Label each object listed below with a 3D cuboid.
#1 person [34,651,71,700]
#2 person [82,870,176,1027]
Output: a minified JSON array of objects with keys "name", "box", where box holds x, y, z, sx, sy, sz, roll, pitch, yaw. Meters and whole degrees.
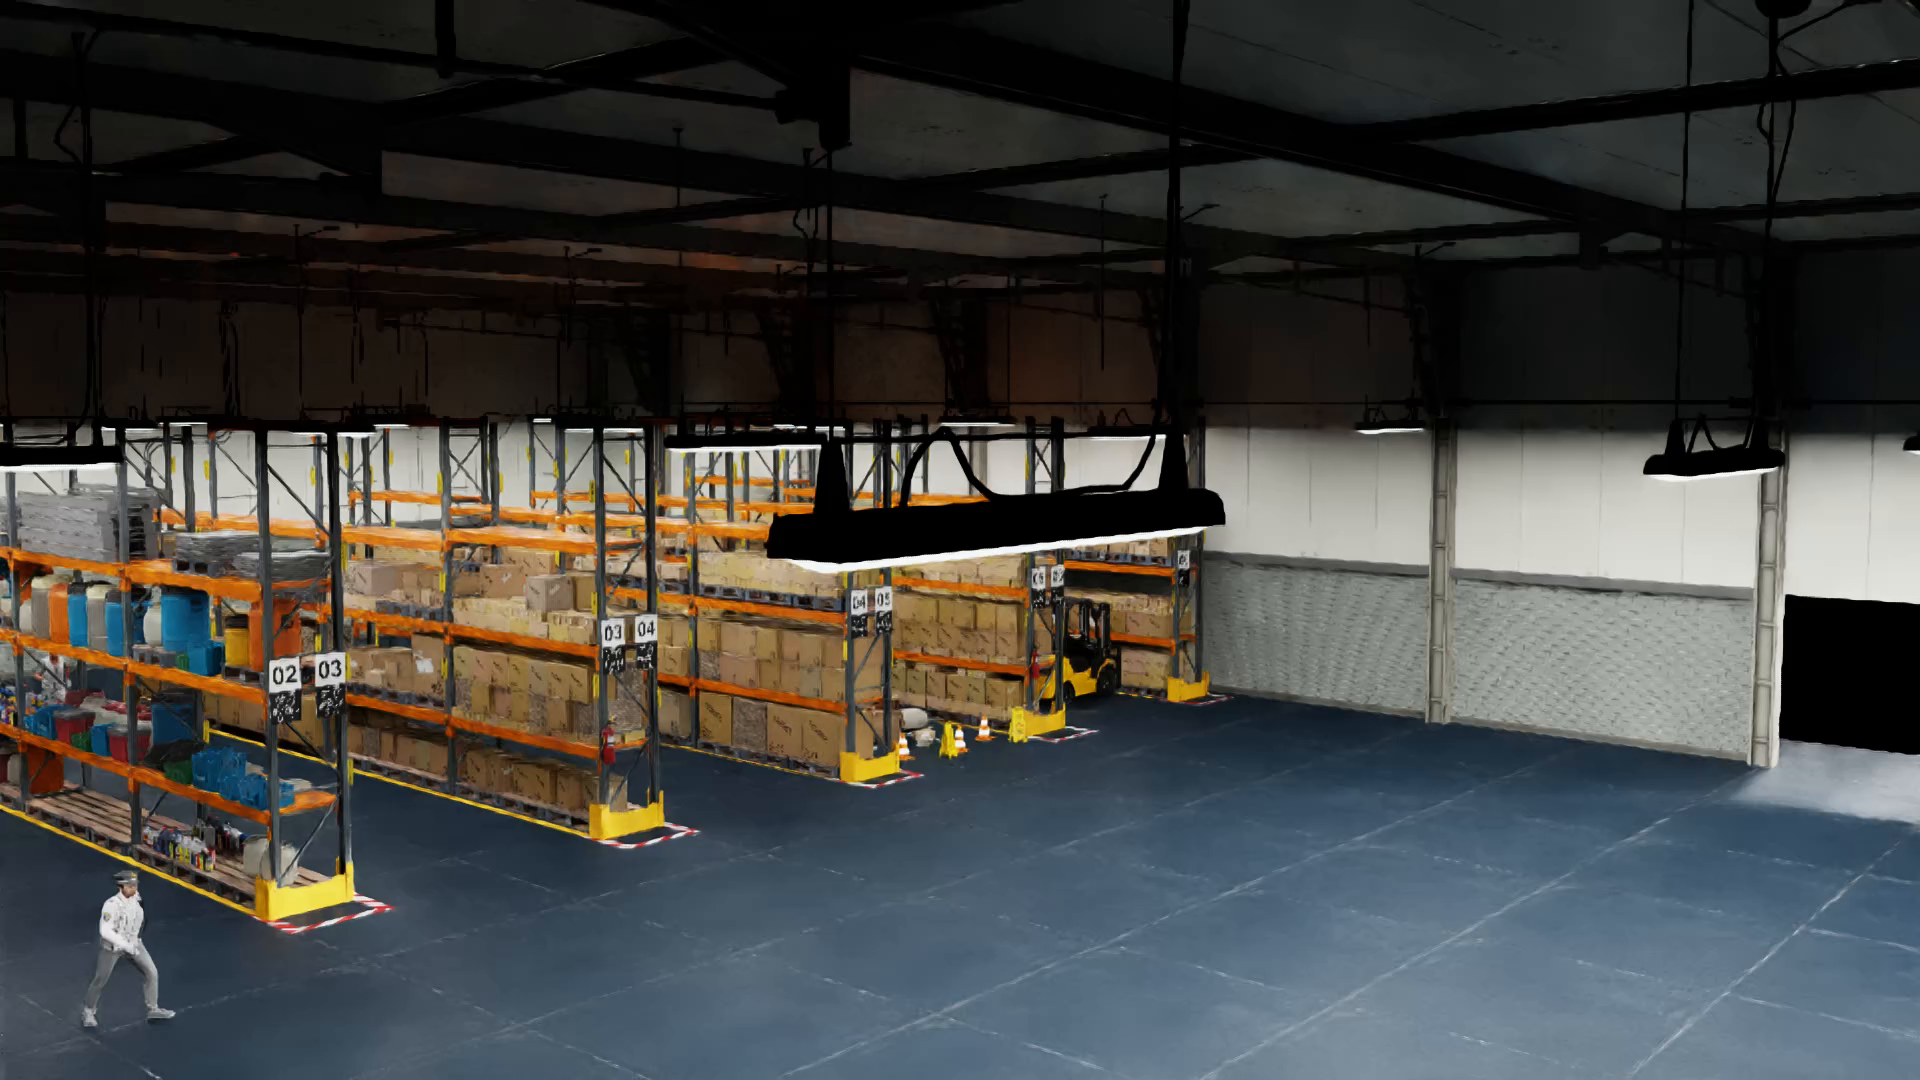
[{"name":"person","box":[-17.356,2.820,31.881,0.703,1.722,0.835,-5,7,-44]},{"name":"person","box":[-8.518,4.116,16.879,0.814,1.603,0.638,2,5,24]}]
